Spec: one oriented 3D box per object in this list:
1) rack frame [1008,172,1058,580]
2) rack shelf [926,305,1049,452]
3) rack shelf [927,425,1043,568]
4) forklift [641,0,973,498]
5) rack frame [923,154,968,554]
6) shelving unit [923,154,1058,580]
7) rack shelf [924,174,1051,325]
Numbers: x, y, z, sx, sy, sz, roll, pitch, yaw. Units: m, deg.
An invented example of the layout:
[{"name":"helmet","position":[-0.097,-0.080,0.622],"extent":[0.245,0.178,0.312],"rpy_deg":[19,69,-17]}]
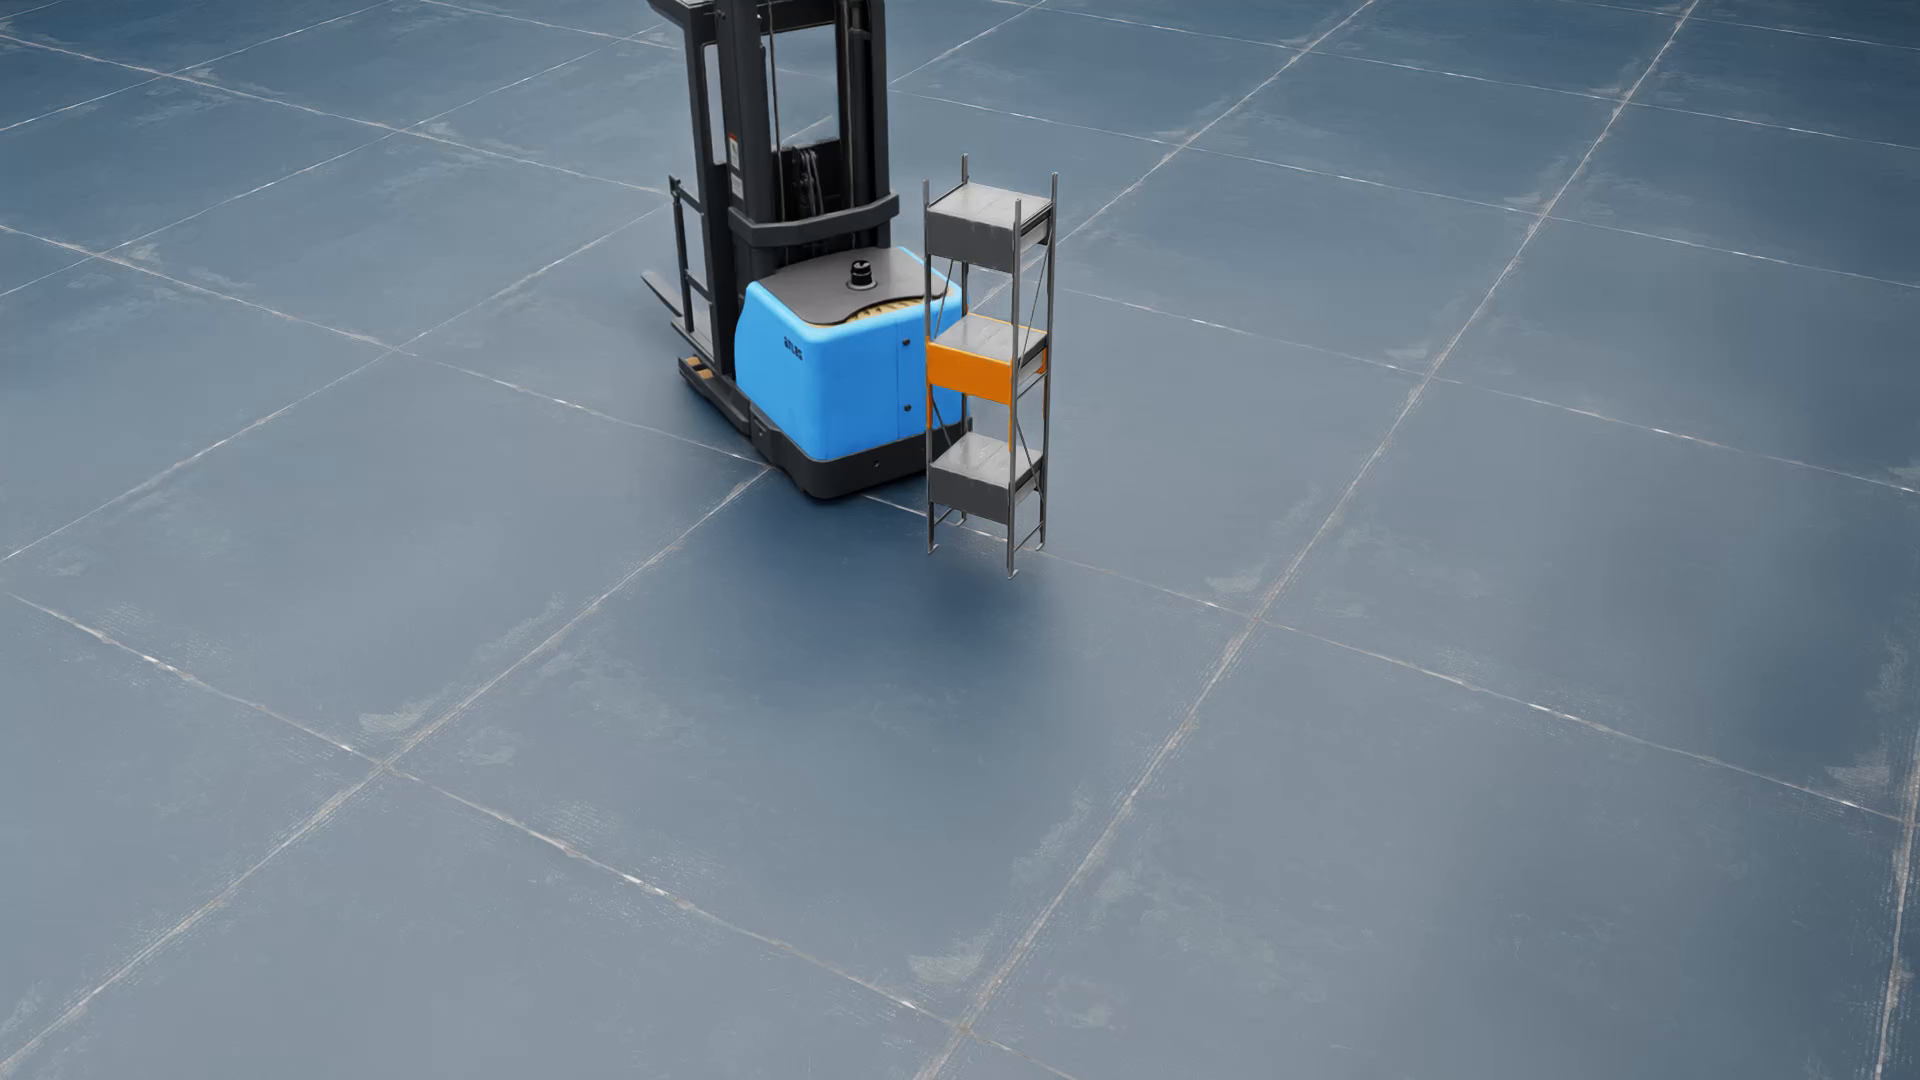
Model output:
[{"name":"rack frame","position":[0.356,-0.761,8.270],"extent":[0.015,2.100,0.400],"rpy_deg":[18,37,24]},{"name":"rack shelf","position":[0.144,-0.817,8.378],"extent":[0.480,0.518,0.431],"rpy_deg":[18,37,24]},{"name":"rack shelf","position":[0.144,-0.234,8.766],"extent":[0.480,0.518,0.431],"rpy_deg":[18,37,24]},{"name":"forklift","position":[-1.116,-2.237,9.735],"extent":[1.130,2.935,3.031],"rpy_deg":[-18,38,-25]},{"name":"rack frame","position":[-0.068,-0.896,8.471],"extent":[0.015,2.100,0.400],"rpy_deg":[18,37,24]},{"name":"shelving unit","position":[0.144,-0.828,8.371],"extent":[0.503,2.100,0.431],"rpy_deg":[18,37,24]},{"name":"rack shelf","position":[0.144,-1.400,7.990],"extent":[0.480,0.518,0.431],"rpy_deg":[18,37,24]}]
